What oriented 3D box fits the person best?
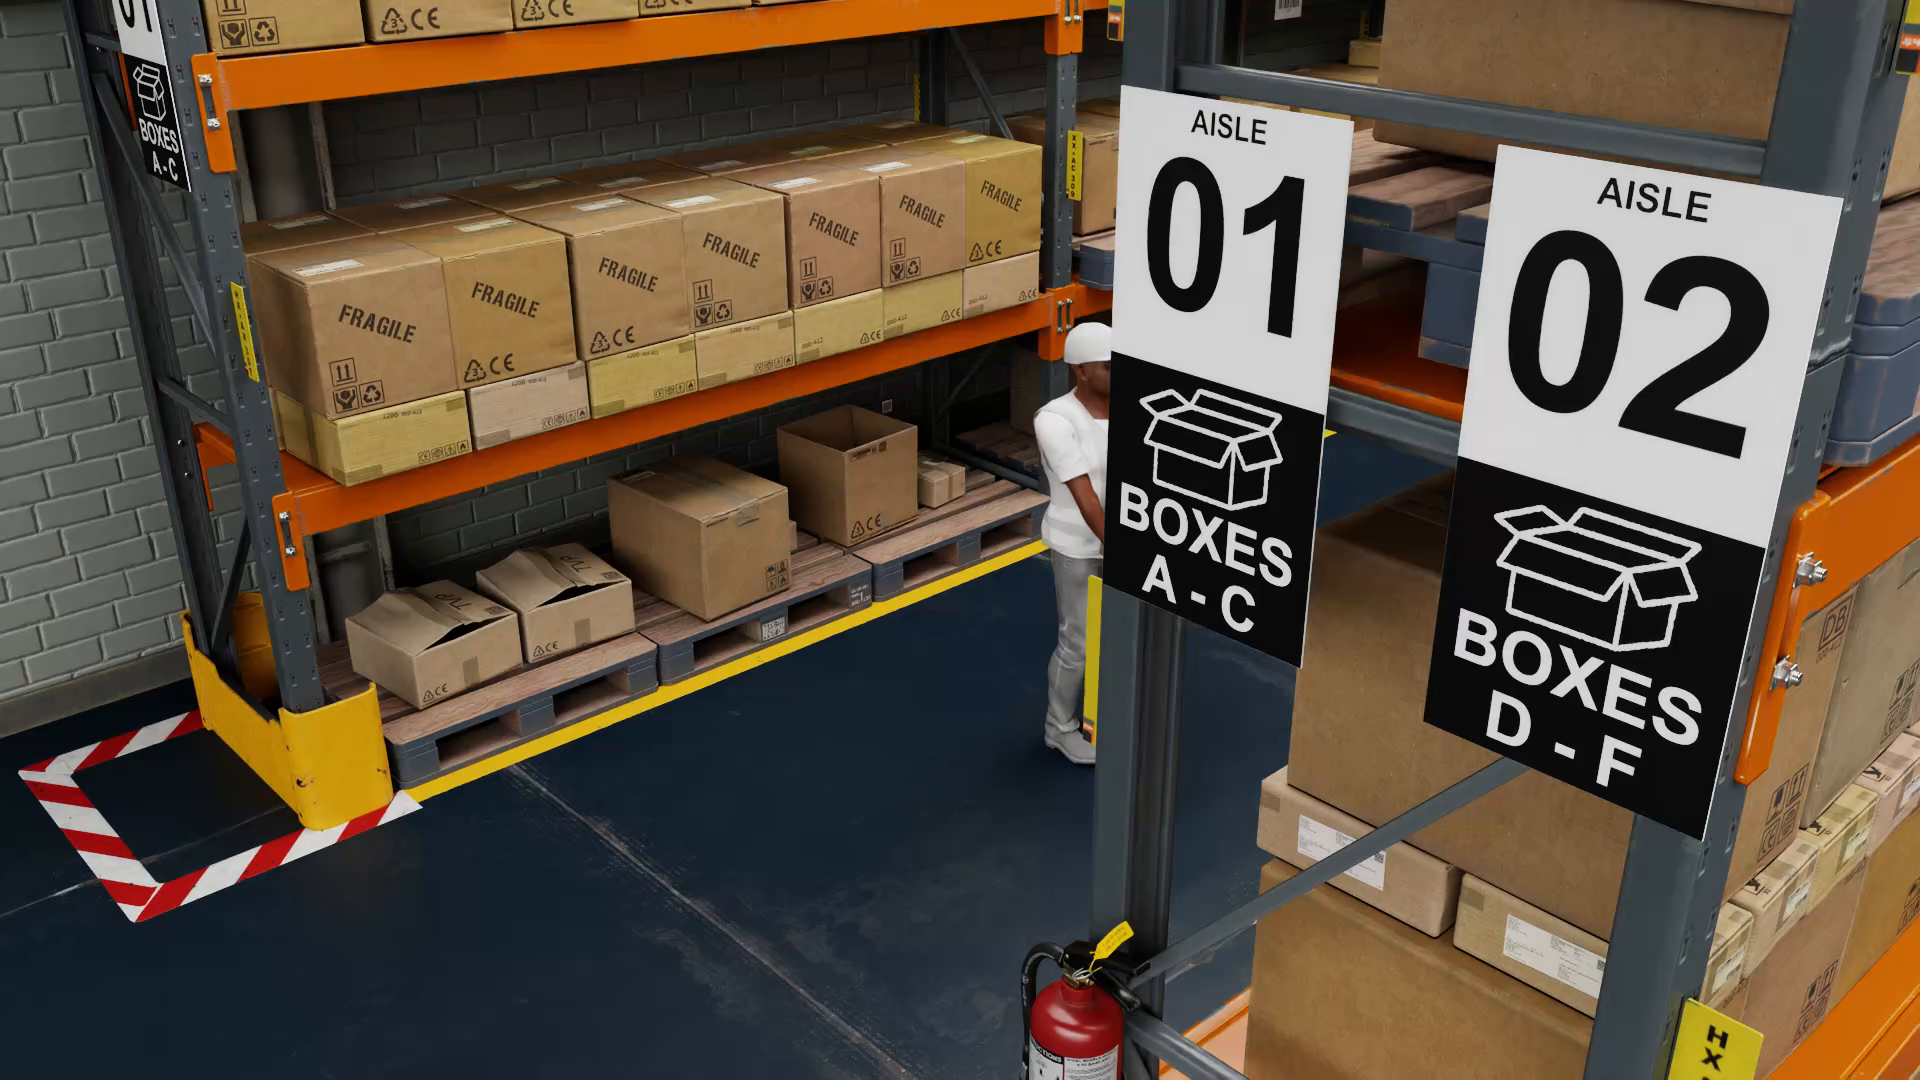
[{"bbox_3d":[0.607,0.039,6.495,0.503,1.760,0.586,-20,31,-38],"label":"person"}]
